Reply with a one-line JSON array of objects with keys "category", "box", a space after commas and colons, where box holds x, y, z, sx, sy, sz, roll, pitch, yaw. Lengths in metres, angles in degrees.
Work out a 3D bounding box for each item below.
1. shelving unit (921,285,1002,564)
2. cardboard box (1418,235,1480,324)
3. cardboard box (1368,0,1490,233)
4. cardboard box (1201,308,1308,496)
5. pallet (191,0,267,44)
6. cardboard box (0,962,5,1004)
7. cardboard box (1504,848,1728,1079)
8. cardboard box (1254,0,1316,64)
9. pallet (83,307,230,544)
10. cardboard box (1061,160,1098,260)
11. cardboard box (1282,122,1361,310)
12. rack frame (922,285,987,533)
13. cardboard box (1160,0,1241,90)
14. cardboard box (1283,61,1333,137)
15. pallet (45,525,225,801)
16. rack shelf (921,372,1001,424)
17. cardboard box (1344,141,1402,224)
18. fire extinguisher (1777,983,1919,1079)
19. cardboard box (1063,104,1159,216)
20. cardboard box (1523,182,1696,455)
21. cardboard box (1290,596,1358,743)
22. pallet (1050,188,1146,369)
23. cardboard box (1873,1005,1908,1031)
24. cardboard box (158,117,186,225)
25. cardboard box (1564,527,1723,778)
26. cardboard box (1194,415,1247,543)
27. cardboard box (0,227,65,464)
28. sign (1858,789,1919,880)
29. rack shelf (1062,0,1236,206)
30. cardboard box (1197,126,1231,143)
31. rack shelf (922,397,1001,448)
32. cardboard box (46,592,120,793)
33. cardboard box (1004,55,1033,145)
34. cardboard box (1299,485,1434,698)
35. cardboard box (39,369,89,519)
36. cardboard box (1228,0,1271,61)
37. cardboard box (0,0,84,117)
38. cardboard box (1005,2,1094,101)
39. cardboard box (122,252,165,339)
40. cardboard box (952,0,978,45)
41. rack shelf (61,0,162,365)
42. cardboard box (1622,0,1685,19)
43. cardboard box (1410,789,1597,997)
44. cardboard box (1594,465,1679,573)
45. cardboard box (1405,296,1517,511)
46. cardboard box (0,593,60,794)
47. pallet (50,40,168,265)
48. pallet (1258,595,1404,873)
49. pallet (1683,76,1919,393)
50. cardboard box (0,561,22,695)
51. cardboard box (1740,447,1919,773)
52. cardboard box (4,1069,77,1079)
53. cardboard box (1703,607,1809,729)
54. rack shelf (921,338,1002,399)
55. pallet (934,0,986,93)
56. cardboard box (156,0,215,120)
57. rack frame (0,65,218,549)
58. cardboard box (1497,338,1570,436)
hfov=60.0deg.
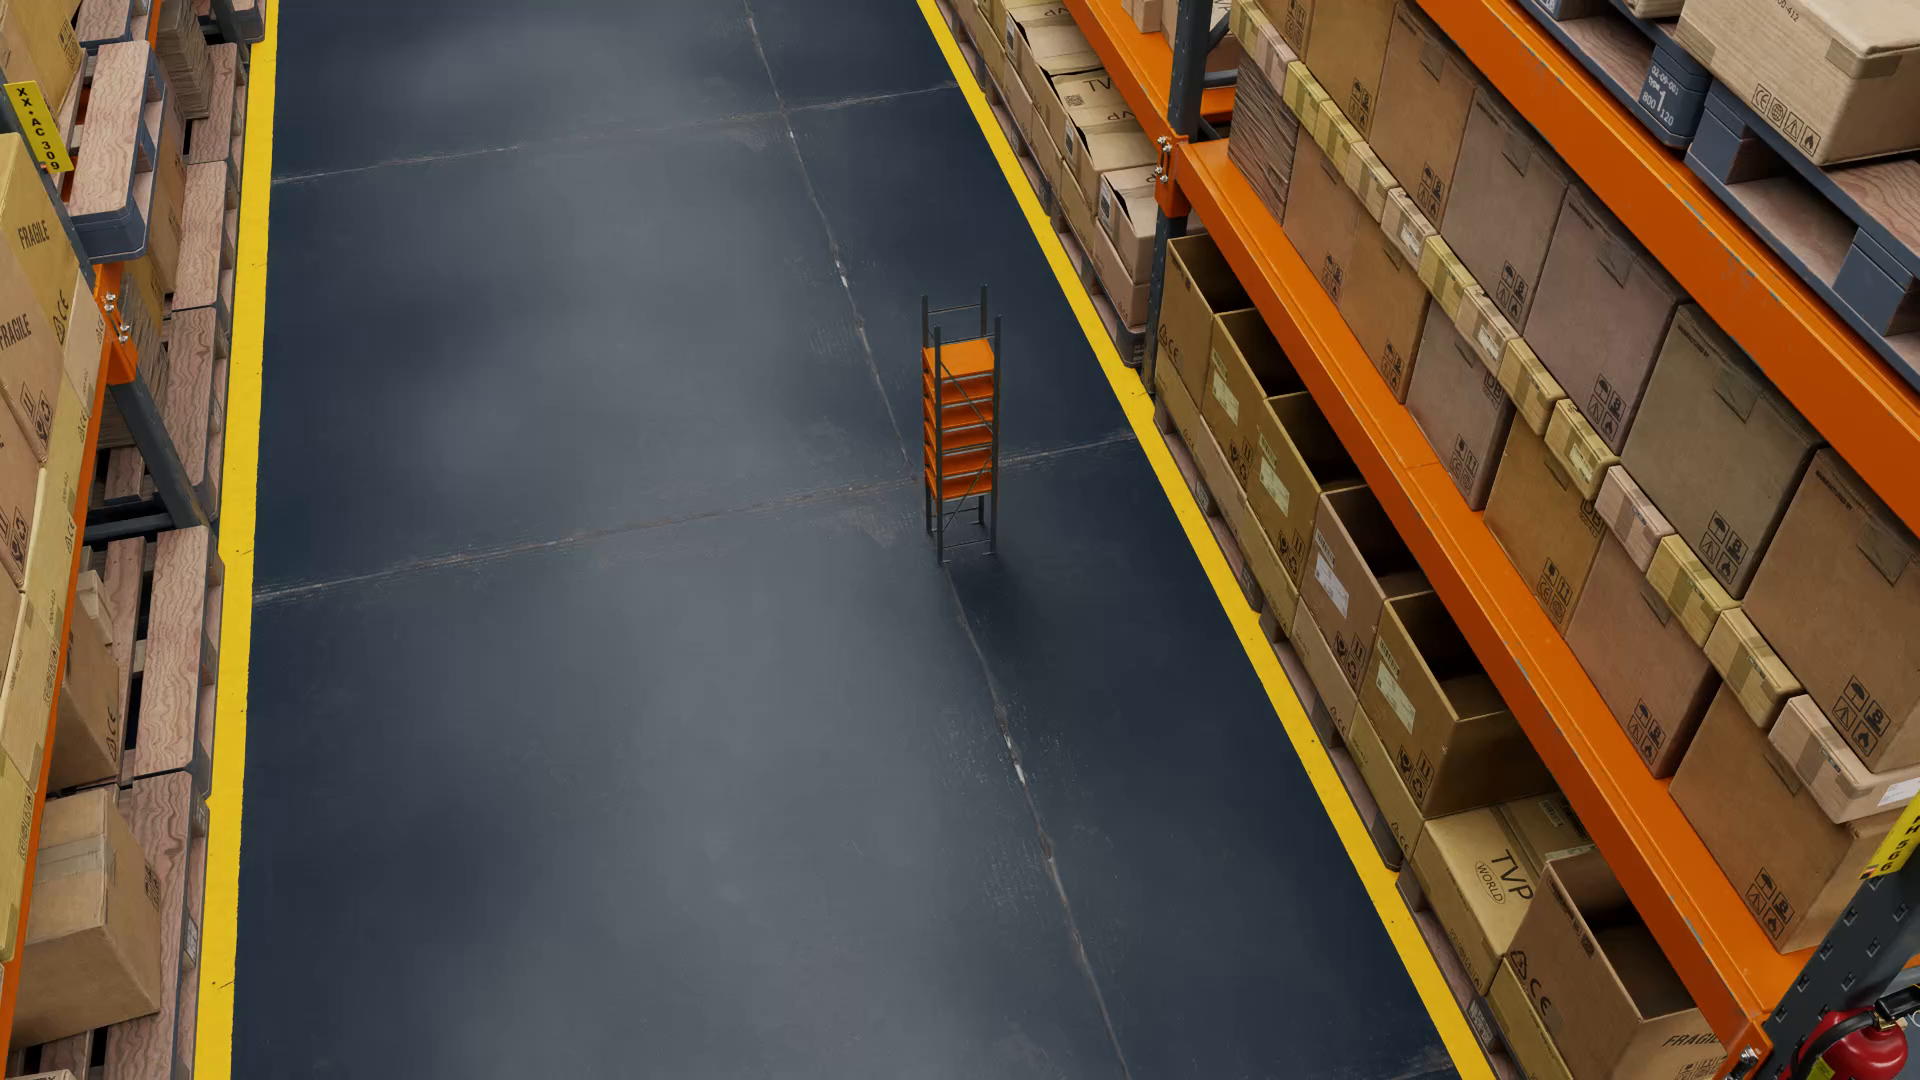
[{"category": "shelving unit", "box": [0.004, -0.410, 6.312, 0.258, 1.200, 0.189, -11, 47, -10]}, {"category": "cardboard box", "box": [1.589, -0.794, 4.904, 0.380, 0.149, 0.250, -11, 47, -11]}, {"category": "cardboard box", "box": [1.685, -1.311, 4.957, 0.700, 0.500, 0.500, -11, 47, -10]}, {"category": "cardboard box", "box": [1.259, -0.548, 6.293, 0.500, 0.500, 0.500, -11, 47, -10]}, {"category": "pallet", "box": [-4.633, -3.258, 9.795, 1.003, 0.211, 1.213, -11, 47, -10]}, {"category": "cardboard box", "box": [-2.421, 1.142, 3.621, 0.500, 0.250, 0.500, -12, 47, -12]}, {"category": "cardboard box", "box": [1.906, 1.177, 4.603, 0.500, 0.500, 0.500, -11, 47, -10]}, {"category": "cardboard box", "box": [1.427, -2.006, 5.637, 0.700, 0.500, 0.500, -10, 47, -10]}, {"category": "pallet", "box": [-3.681, -0.475, 7.068, 1.003, 0.211, 1.213, -11, 47, -10]}, {"category": "cardboard box", "box": [0.793, -1.590, 7.839, 0.500, 0.250, 0.500, -11, 47, -11]}, {"category": "cardboard box", "box": [1.568, -1.189, 5.745, 0.700, 0.500, 0.500, -11, 47, -11]}, {"category": "rack frame", "box": [-0.020, -0.473, 6.374, 0.240, 1.200, 0.006, -11, 47, -10]}, {"category": "cardboard box", "box": [1.139, -2.102, 6.814, 0.500, 0.250, 0.500, -8, 46, -8]}, {"category": "cardboard box", "box": [1.321, -1.512, 5.607, 0.380, 0.149, 0.250, -12, 47, -11]}, {"category": "pallet", "box": [-3.274, 0.519, 6.093, 1.003, 0.211, 1.213, -11, 47, -10]}, {"category": "rack shelf", "box": [0.004, -0.547, 6.172, 0.258, 0.103, 0.180, -11, 47, -10]}, {"category": "cardboard box", "box": [1.451, -1.158, 5.261, 0.380, 0.149, 0.250, -12, 47, -12]}, {"category": "fire extinguisher", "box": [1.912, 1.133, 3.593, 0.296, 0.674, 0.183, -11, 47, -10]}, {"category": "cardboard box", "box": [0.787, -1.788, 7.641, 0.500, 0.311, 0.500, -10, 46, -9]}, {"category": "cardboard box", "box": [1.941, -0.621, 4.280, 0.700, 0.500, 0.500, -11, 47, -10]}, {"category": "cardboard box", "box": [1.513, 0.405, 5.884, 0.500, 0.250, 0.500, -11, 47, -10]}, {"category": "pallet", "box": [1.081, -1.348, 7.923, 1.003, 0.211, 1.213, -11, 47, -10]}, {"category": "cardboard box", "box": [2.409, 1.344, 4.964, 0.500, 0.250, 0.500, -11, 47, -10]}, {"category": "cardboard box", "box": [-4.096, -1.752, 7.809, 0.700, 0.500, 0.500, -11, 47, -11]}, {"category": "cardboard box", "box": [2.085, 0.218, 4.366, 0.700, 0.500, 0.500, -10, 46, -9]}, {"category": "cardboard box", "box": [1.256, -0.285, 6.560, 0.500, 0.250, 0.500, -11, 47, -10]}, {"category": "cardboard box", "box": [-2.927, -0.517, 4.723, 0.500, 0.500, 0.500, -11, 47, -11]}, {"category": "sign", "box": [1.803, 0.541, 3.143, 0.100, 0.325, 0.005, -11, 47, -10]}, {"category": "rack shelf", "box": [0.795, -2.951, 8.046, 1.077, 0.370, 4.000, -11, 47, -10]}, {"category": "cardboard box", "box": [1.319, -1.880, 7.731, 0.500, 0.311, 0.500, -11, 47, -11]}, {"category": "rack shelf", "box": [0.004, -0.463, 6.258, 0.258, 0.103, 0.180, -11, 47, -10]}, {"category": "cardboard box", "box": [-3.176, 0.516, 5.586, 0.500, 0.500, 0.500, -14, 47, -13]}, {"category": "cardboard box", "box": [0.533, -2.294, 8.529, 0.500, 0.250, 0.500, -10, 46, -10]}, {"category": "cardboard box", "box": [1.509, 0.143, 5.615, 0.500, 0.500, 0.500, -11, 47, -10]}, {"category": "cardboard box", "box": [-2.947, -0.251, 4.987, 0.500, 0.250, 0.500, -11, 47, -10]}, {"category": "cardboard box", "box": [1.189, -1.863, 5.952, 0.380, 0.149, 0.250, -11, 47, -10]}, {"category": "cardboard box", "box": [-3.714, -1.848, 6.082, 0.700, 0.500, 0.500, -6, 46, -6]}, {"category": "cardboard box", "box": [0.537, -2.481, 8.320, 0.500, 0.311, 0.500, -11, 47, -11]}, {"category": "cardboard box", "box": [-3.866, -1.046, 7.117, 0.700, 0.500, 0.500, -12, 47, -11]}, {"category": "cardboard box", "box": [0.263, -3.006, 9.227, 0.500, 0.250, 0.500, -12, 47, -11]}, {"category": "rack shelf", "box": [-3.992, -2.043, 7.155, 1.077, 0.370, 4.000, -11, 47, -10]}, {"category": "cardboard box", "box": [1.639, -1.406, 3.598, 0.500, 0.311, 0.500, -6, 46, -6]}, {"category": "cardboard box", "box": [1.769, 1.096, 5.207, 0.500, 0.250, 0.500, -11, 47, -10]}, {"category": "cardboard box", "box": [1.853, -0.083, 4.206, 0.380, 0.149, 0.250, -10, 46, -10]}, {"category": "cardboard box", "box": [1.825, -0.488, 5.058, 0.700, 0.500, 0.500, -9, 46, -9]}, {"category": "cardboard box", "box": [-2.673, 0.440, 4.309, 0.500, 0.250, 0.500, -10, 46, -10]}, {"category": "pallet", "box": [-3.535, -1.401, 6.157, 1.003, 0.211, 1.213, -11, 47, -10]}, {"category": "pallet", "box": [1.786, 0.554, 6.059, 1.003, 0.211, 1.213, -11, 47, -10]}, {"category": "pallet", "box": [2.175, -0.572, 3.172, 1.003, 0.211, 1.213, -11, 47, -10]}, {"category": "cardboard box", "box": [-2.675, 0.191, 4.028, 0.500, 0.500, 0.500, -9, 46, -9]}, {"category": "cardboard box", "box": [2.211, 0.089, 3.584, 0.700, 0.500, 0.500, -11, 47, -10]}, {"category": "cardboard box", "box": [-2.692, 1.747, 4.512, 0.500, 0.311, 0.500, -7, 46, -7]}, {"category": "cardboard box", "box": [1.981, 0.268, 3.863, 0.380, 0.149, 0.250, -10, 46, -9]}, {"category": "rack shelf", "box": [0.004, -0.631, 6.086, 0.258, 0.103, 0.180, -11, 47, -10]}, {"category": "pallet", "box": [0.456, -3.032, 9.574, 1.003, 0.211, 1.213, -11, 47, -10]}, {"category": "cardboard box", "box": [-4.270, -2.467, 8.510, 0.700, 0.500, 0.500, -10, 46, -10]}, {"category": "rack frame", "box": [-3.480, -0.914, 5.545, 1.000, 3.000, 0.127, -11, 47, -10]}, {"category": "cardboard box", "box": [1.716, -0.445, 4.562, 0.380, 0.149, 0.250, -10, 46, -9]}]
